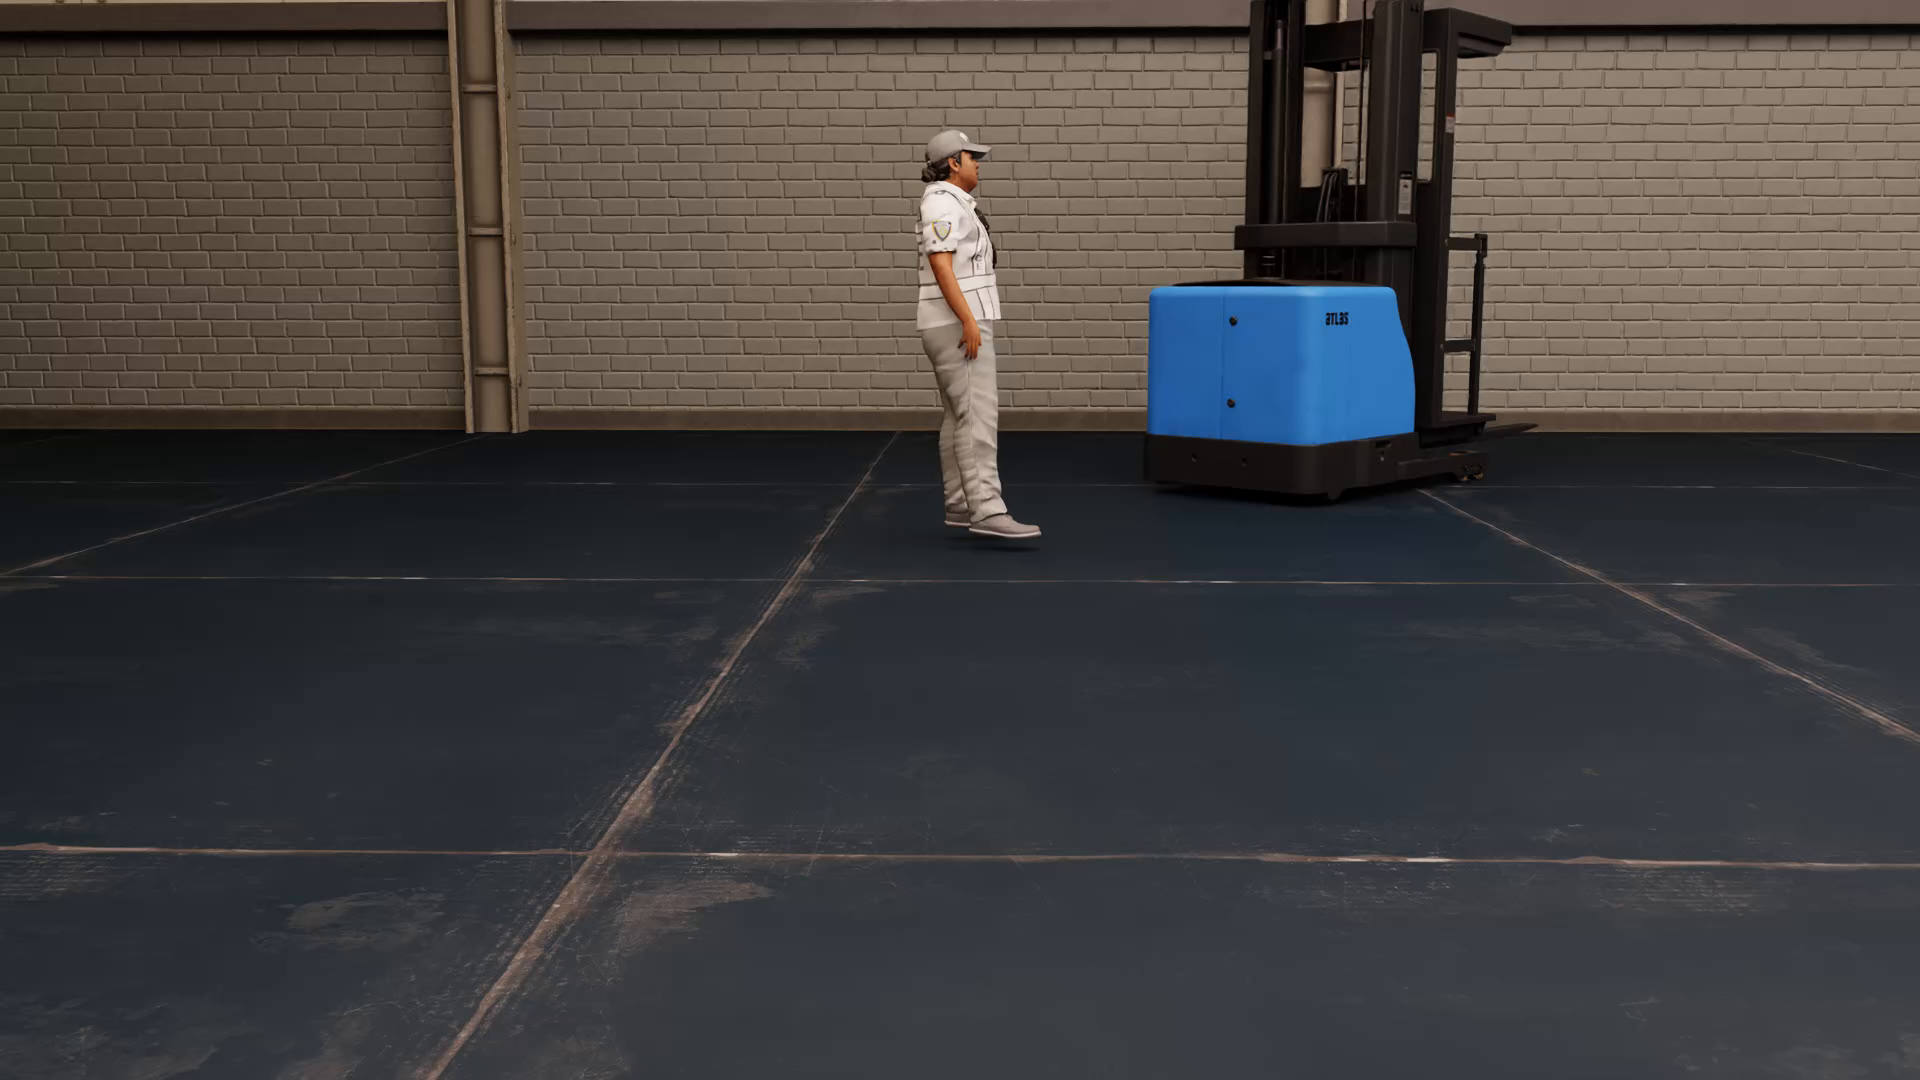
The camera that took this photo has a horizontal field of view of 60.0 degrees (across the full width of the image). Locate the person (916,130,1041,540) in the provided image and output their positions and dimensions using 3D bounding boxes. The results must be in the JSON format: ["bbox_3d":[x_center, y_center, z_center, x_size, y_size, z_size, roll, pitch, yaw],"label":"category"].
[{"bbox_3d":[0.076,-0.867,6.970,0.528,1.670,0.598,0,9,1],"label":"person"}]

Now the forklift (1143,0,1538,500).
[{"bbox_3d":[2.334,-1.814,9.300,1.130,2.935,3.031,8,12,42],"label":"forklift"}]
